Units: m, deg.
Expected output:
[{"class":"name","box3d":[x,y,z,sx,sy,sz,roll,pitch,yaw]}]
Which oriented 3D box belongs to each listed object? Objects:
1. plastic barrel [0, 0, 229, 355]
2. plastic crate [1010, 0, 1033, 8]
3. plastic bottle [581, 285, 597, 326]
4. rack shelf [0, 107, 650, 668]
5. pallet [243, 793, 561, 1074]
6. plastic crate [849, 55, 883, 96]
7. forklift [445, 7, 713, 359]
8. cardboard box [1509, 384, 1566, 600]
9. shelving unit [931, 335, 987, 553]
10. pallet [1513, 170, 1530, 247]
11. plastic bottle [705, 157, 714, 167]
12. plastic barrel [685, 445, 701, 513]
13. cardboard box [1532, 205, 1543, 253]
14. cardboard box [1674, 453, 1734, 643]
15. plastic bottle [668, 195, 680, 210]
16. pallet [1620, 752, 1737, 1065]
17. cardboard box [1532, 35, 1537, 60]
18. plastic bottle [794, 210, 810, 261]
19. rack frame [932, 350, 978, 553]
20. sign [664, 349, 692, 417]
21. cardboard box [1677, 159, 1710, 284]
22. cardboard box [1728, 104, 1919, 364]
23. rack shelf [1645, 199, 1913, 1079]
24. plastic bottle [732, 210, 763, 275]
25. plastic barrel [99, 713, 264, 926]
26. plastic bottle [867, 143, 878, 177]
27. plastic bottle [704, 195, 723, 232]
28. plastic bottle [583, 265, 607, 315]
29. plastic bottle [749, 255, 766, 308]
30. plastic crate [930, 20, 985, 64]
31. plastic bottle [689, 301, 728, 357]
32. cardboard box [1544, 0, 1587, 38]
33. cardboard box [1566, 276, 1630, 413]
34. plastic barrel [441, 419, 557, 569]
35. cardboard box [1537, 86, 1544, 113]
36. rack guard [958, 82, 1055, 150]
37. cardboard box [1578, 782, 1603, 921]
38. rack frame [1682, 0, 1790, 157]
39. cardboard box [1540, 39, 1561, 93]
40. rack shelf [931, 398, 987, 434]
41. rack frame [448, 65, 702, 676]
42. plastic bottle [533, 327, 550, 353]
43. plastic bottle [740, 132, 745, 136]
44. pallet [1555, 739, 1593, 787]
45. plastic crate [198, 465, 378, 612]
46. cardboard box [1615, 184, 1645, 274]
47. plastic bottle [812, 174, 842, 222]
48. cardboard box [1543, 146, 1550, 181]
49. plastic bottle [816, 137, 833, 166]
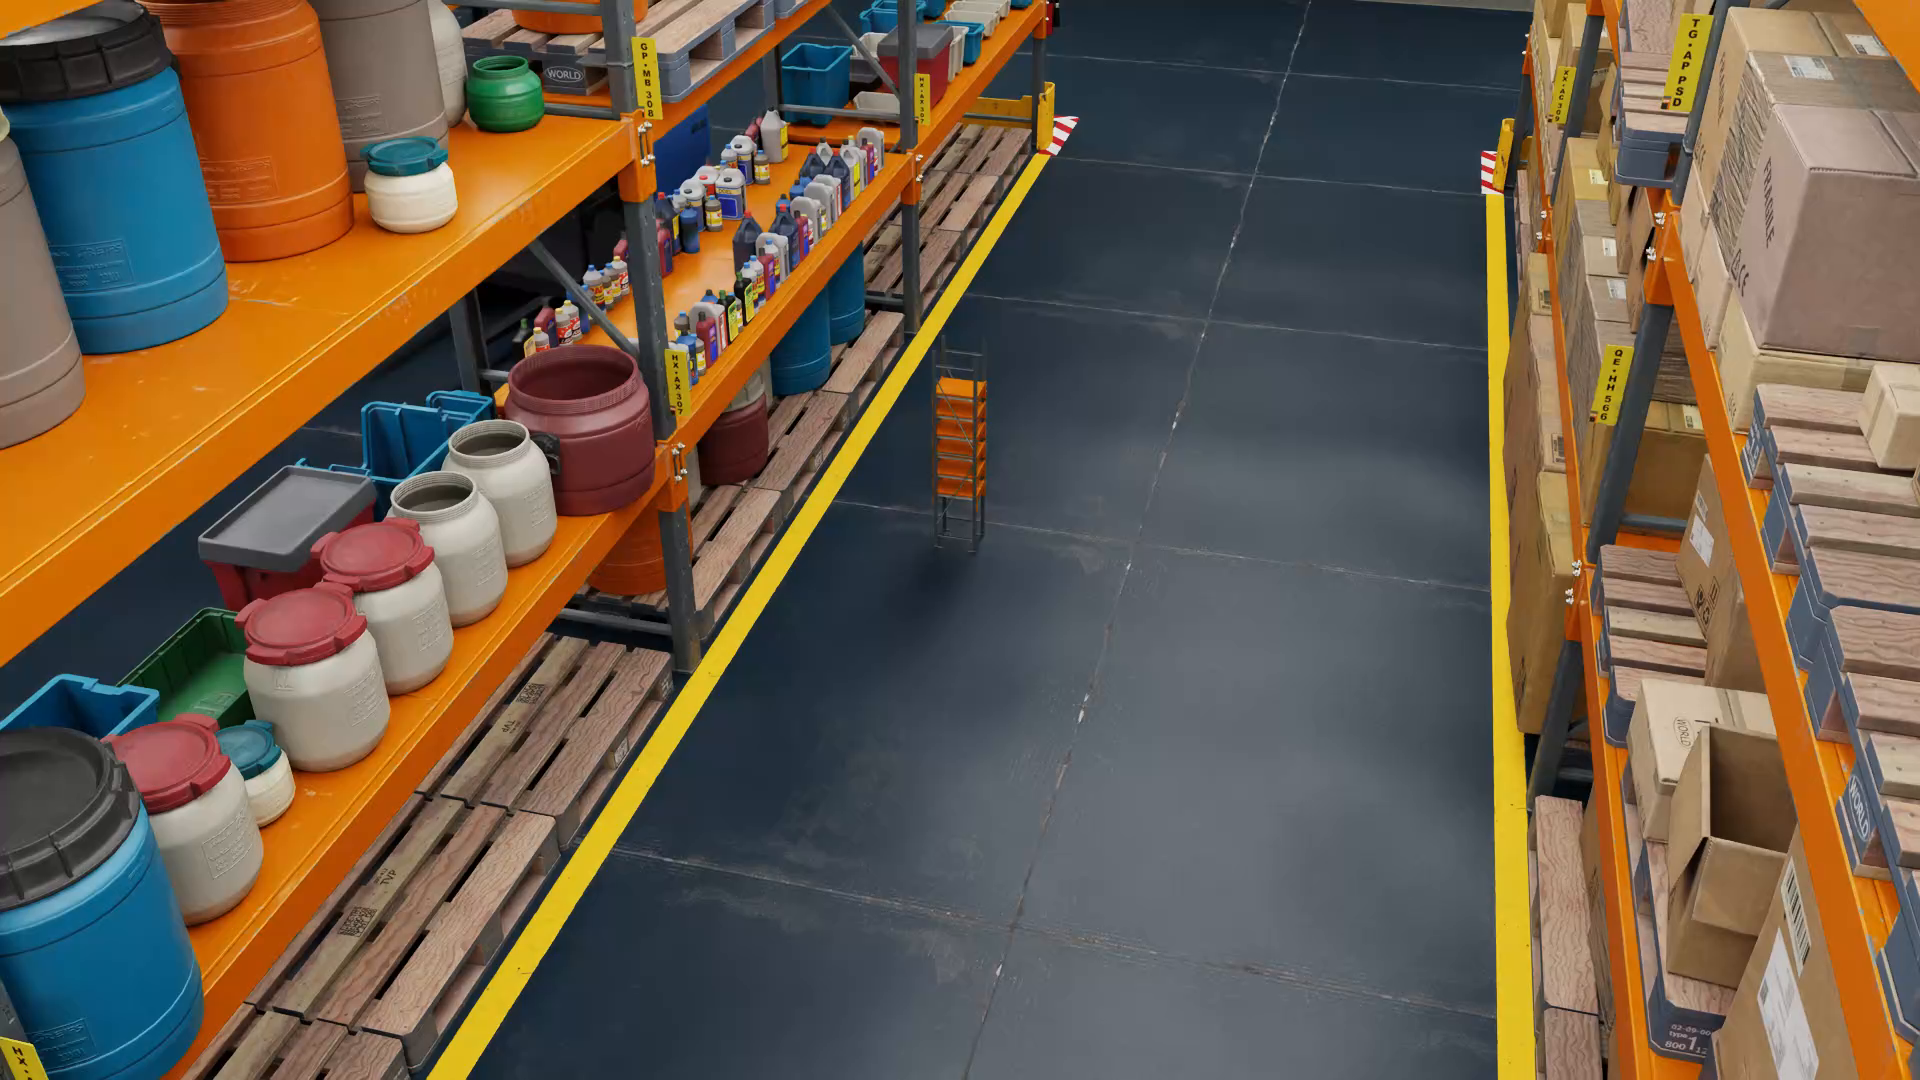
[{"class":"plastic barrel","box3d":[-2.551,-1.072,4.876,0.600,0.901,0.708,8,33,12]},{"class":"plastic crate","box3d":[0.339,-4.690,13.743,0.616,0.435,0.499,8,33,12]},{"class":"plastic bottle","box3d":[-1.917,-1.210,8.543,0.097,0.201,0.097,0,32,0]},{"class":"rack shelf","box3d":[-2.295,-0.622,5.307,1.077,0.370,4.000,8,33,12]},{"class":"pallet","box3d":[-2.333,1.507,6.683,1.003,0.211,1.213,8,33,12]},{"class":"plastic crate","box3d":[-0.748,-3.300,11.845,0.437,0.125,0.590,8,33,12]},{"class":"forklift","box3d":[-2.929,-3.028,11.282,1.130,2.935,3.031,13,35,20]},{"class":"cardboard box","box3d":[3.433,-0.121,8.233,1.225,0.875,0.875,8,33,13]},{"class":"shelving unit","box3d":[-0.004,-0.499,8.916,0.258,1.200,0.189,8,33,12]},{"class":"pallet","box3d":[4.907,-2.572,13.100,1.003,0.211,1.213,8,33,12]},{"class":"plastic bottle","box3d":[-1.503,-2.131,9.915,0.061,0.283,0.133,8,33,12]},{"class":"plastic barrel","box3d":[-1.623,-0.386,8.989,0.421,0.512,0.421,0,32,0]},{"class":"cardboard box","box3d":[4.492,-2.178,11.469,0.875,0.875,0.875,8,33,12]},{"class":"cardboard box","box3d":[2.905,0.043,5.902,0.500,0.500,0.500,4,33,6]},{"class":"plastic bottle","box3d":[-1.632,-1.823,9.441,0.097,0.271,0.097,0,32,0]},{"class":"pallet","box3d":[2.541,1.090,4.918,1.003,0.211,1.213,8,33,12]},{"class":"cardboard box","box3d":[4.496,-3.663,12.450,0.380,0.149,0.250,7,33,11]},{"class":"plastic bottle","box3d":[-0.888,-1.708,9.249,0.061,0.283,0.133,8,33,12]},{"class":"rack frame","box3d":[-0.027,-0.451,8.842,0.240,1.200,0.006,8,33,12]},{"class":"sign","box3d":[-1.253,-0.695,7.396,0.100,0.325,0.005,8,33,12]},{"class":"cardboard box","box3d":[2.638,-1.017,5.397,0.500,0.250,0.500,9,33,13]},{"class":"cardboard box","box3d":[2.383,-0.809,4.371,0.500,0.500,0.500,7,33,11]},{"class":"rack shelf","box3d":[2.496,0.052,4.246,1.077,0.370,4.000,8,33,12]},{"class":"plastic bottle","box3d":[-1.150,-1.610,9.033,0.144,0.351,0.185,8,33,12]},{"class":"plastic barrel","box3d":[-2.347,0.854,4.984,0.433,0.535,0.433,0,32,0]},{"class":"plastic bottle","box3d":[-0.562,-2.377,10.378,0.097,0.201,0.097,0,32,0]},{"class":"plastic bottle","box3d":[-1.426,-1.893,9.617,0.097,0.201,0.097,0,32,0]},{"class":"plastic bottle","box3d":[-1.893,-1.291,8.604,0.097,0.271,0.097,0,32,0]},{"class":"plastic bottle","box3d":[-1.074,-1.360,8.713,0.097,0.271,0.097,0,32,0]},{"class":"plastic crate","box3d":[-0.030,-3.703,12.379,0.416,0.233,0.300,8,33,12]},{"class":"plastic bottle","box3d":[-1.247,-1.066,8.246,0.152,0.276,0.135,8,33,12]},{"class":"cardboard box","box3d":[4.398,-3.812,11.614,0.500,0.500,0.500,7,33,11]},{"class":"cardboard box","box3d":[3.150,-0.883,7.750,0.500,0.500,0.500,7,33,11]},{"class":"plastic barrel","box3d":[-1.841,-0.182,6.636,0.421,0.512,0.421,0,32,0]},{"class":"cardboard box","box3d":[4.171,-2.995,11.399,0.380,0.149,0.250,9,33,13]},{"class":"rack guard","box3d":[0.237,-3.808,14.775,1.175,0.500,0.348,8,33,12]},{"class":"cardboard box","box3d":[2.853,1.196,6.492,0.700,0.500,0.500,6,33,10]},{"class":"rack frame","box3d":[3.004,-2.555,4.881,1.000,3.000,0.127,8,33,12]},{"class":"cardboard box","box3d":[4.267,-3.222,11.385,0.500,0.250,0.500,7,33,11]},{"class":"rack shelf","box3d":[-0.004,-0.664,8.811,0.258,0.103,0.180,8,33,12]},{"class":"rack frame","box3d":[-1.787,-0.698,7.551,1.000,3.000,0.127,8,33,12]},{"class":"plastic bottle","box3d":[-2.050,-0.939,8.117,0.097,0.201,0.097,0,32,0]},{"class":"plastic bottle","box3d":[-1.348,-2.405,10.357,0.097,0.271,0.097,0,32,0]},{"class":"pallet","box3d":[3.277,0.755,7.866,1.003,0.211,1.213,8,33,12]},{"class":"plastic crate","box3d":[-2.493,0.072,6.281,0.402,0.464,0.583,8,33,12]},{"class":"cardboard box","box3d":[3.537,-1.553,7.868,0.797,0.503,0.637,9,34,14]},{"class":"plastic bottle","box3d":[-0.780,-2.021,9.749,0.152,0.276,0.135,8,33,12]},{"class":"cardboard box","box3d":[3.845,-2.330,10.353,0.380,0.149,0.250,9,33,13]},{"class":"plastic bottle","box3d":[-0.828,-2.251,10.040,0.144,0.351,0.185,8,33,12]}]
